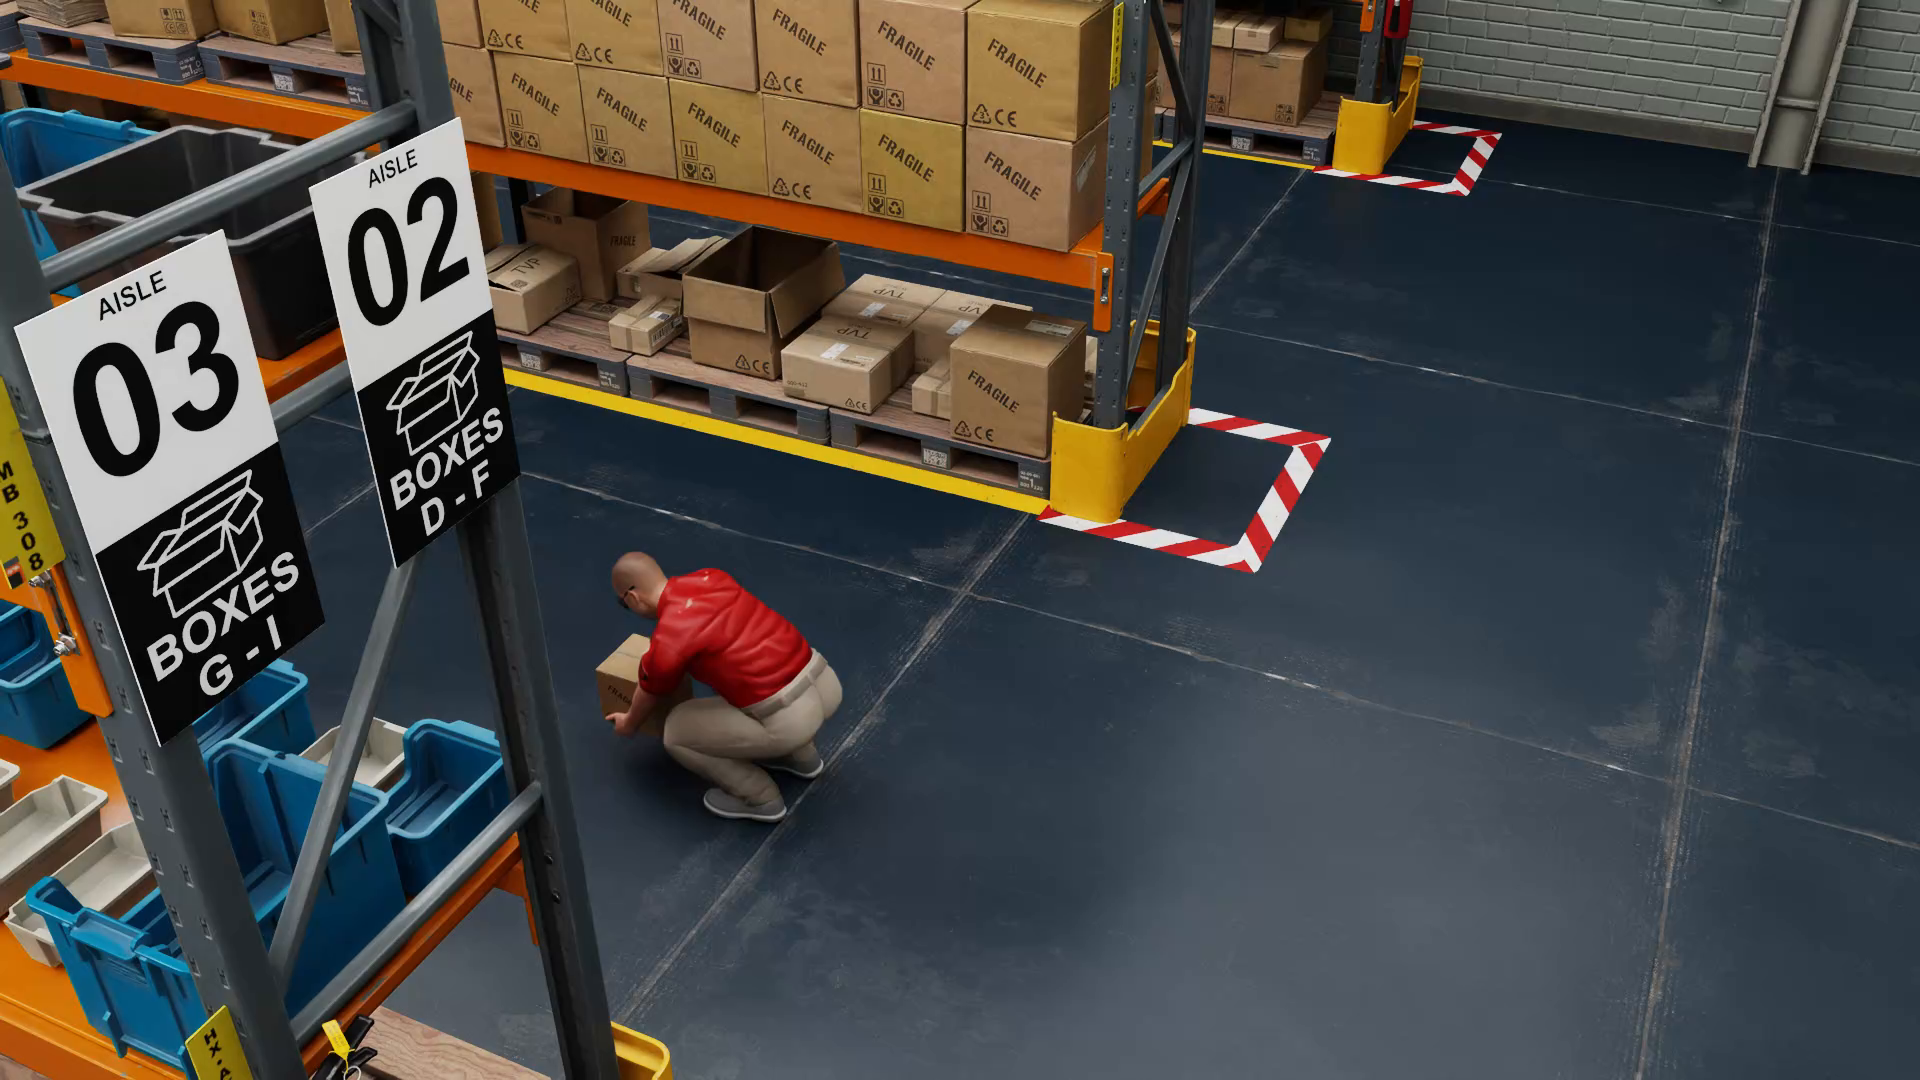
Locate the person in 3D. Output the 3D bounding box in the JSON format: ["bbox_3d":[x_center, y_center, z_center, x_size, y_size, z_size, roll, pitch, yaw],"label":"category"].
[{"bbox_3d":[-0.884,0.500,6.087,0.886,0.987,0.539,14,36,20],"label":"person"}]
